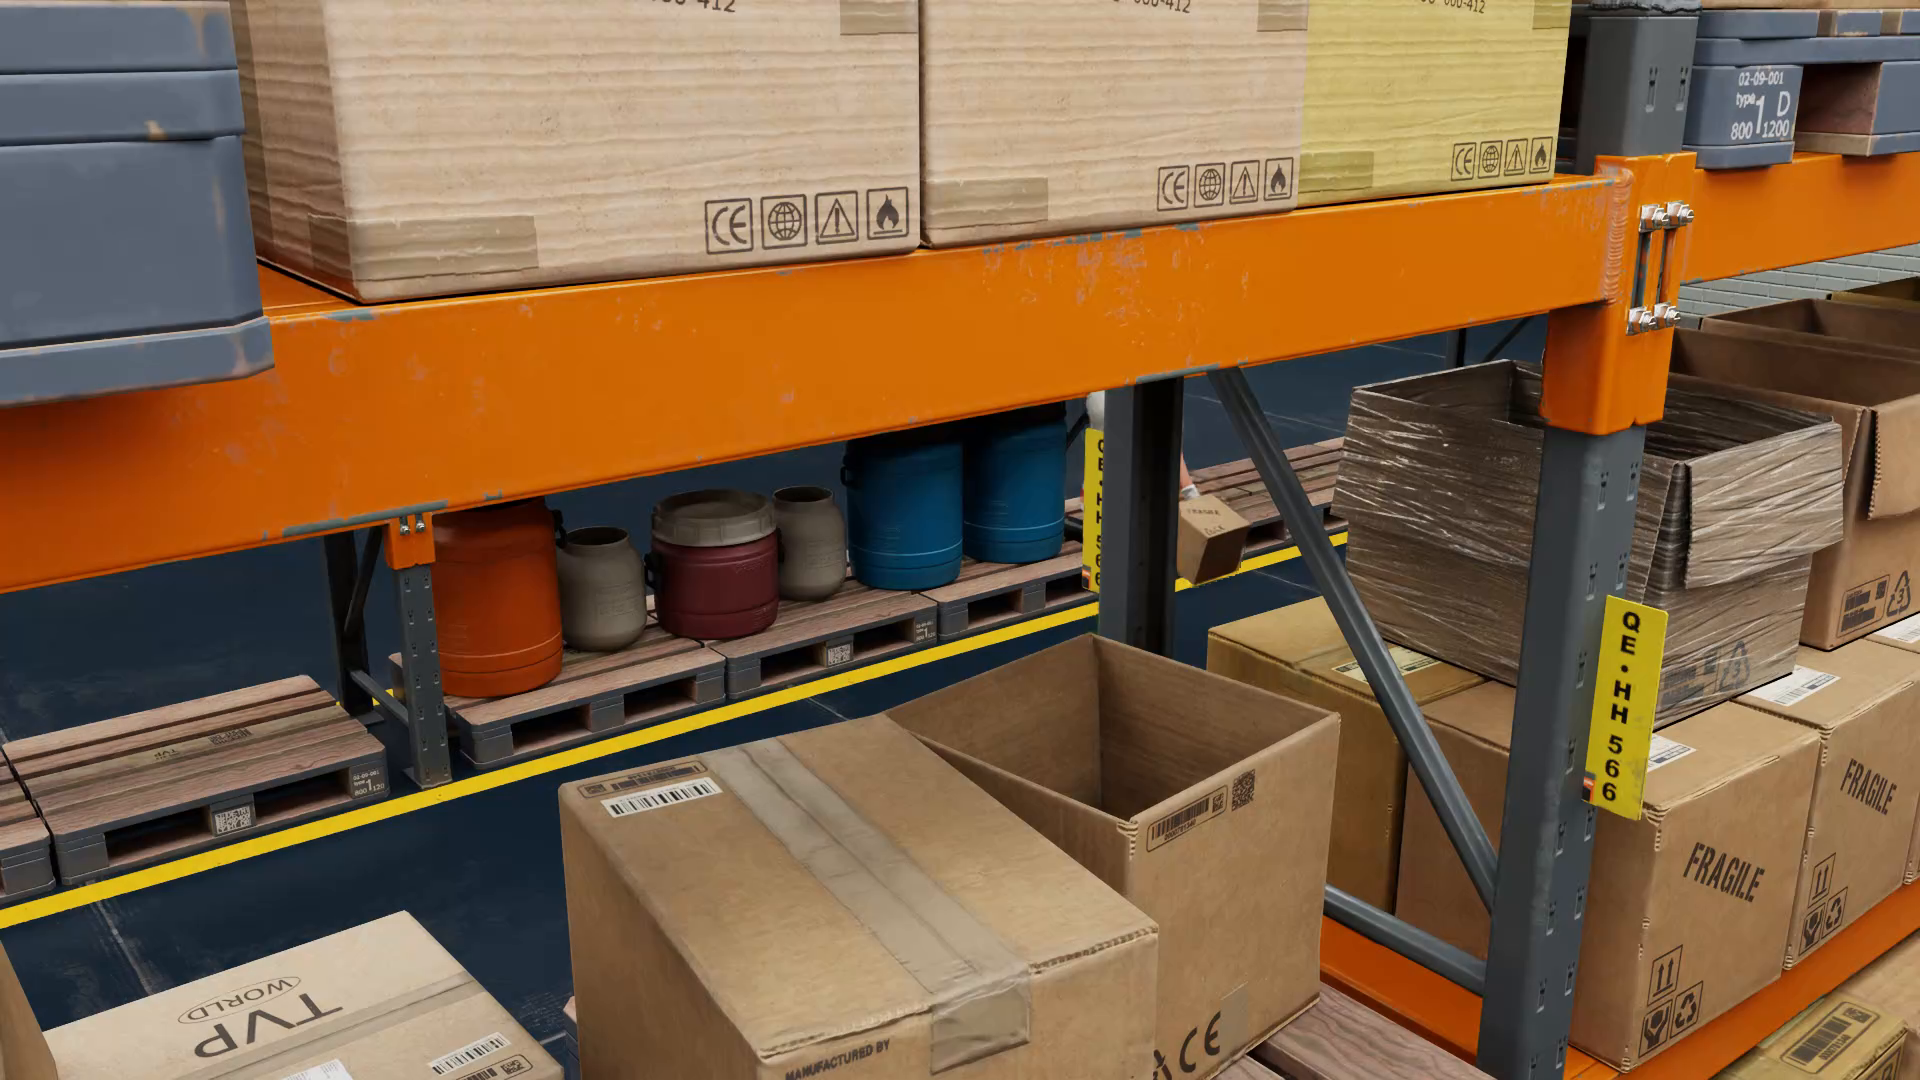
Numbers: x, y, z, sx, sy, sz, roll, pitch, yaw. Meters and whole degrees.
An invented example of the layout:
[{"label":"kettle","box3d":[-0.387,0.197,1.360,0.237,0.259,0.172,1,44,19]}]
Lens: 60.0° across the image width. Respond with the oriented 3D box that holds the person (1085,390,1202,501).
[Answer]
[{"label":"person","box3d":[0.816,-0.101,7.307,0.498,1.794,0.561,12,21,33]}]
